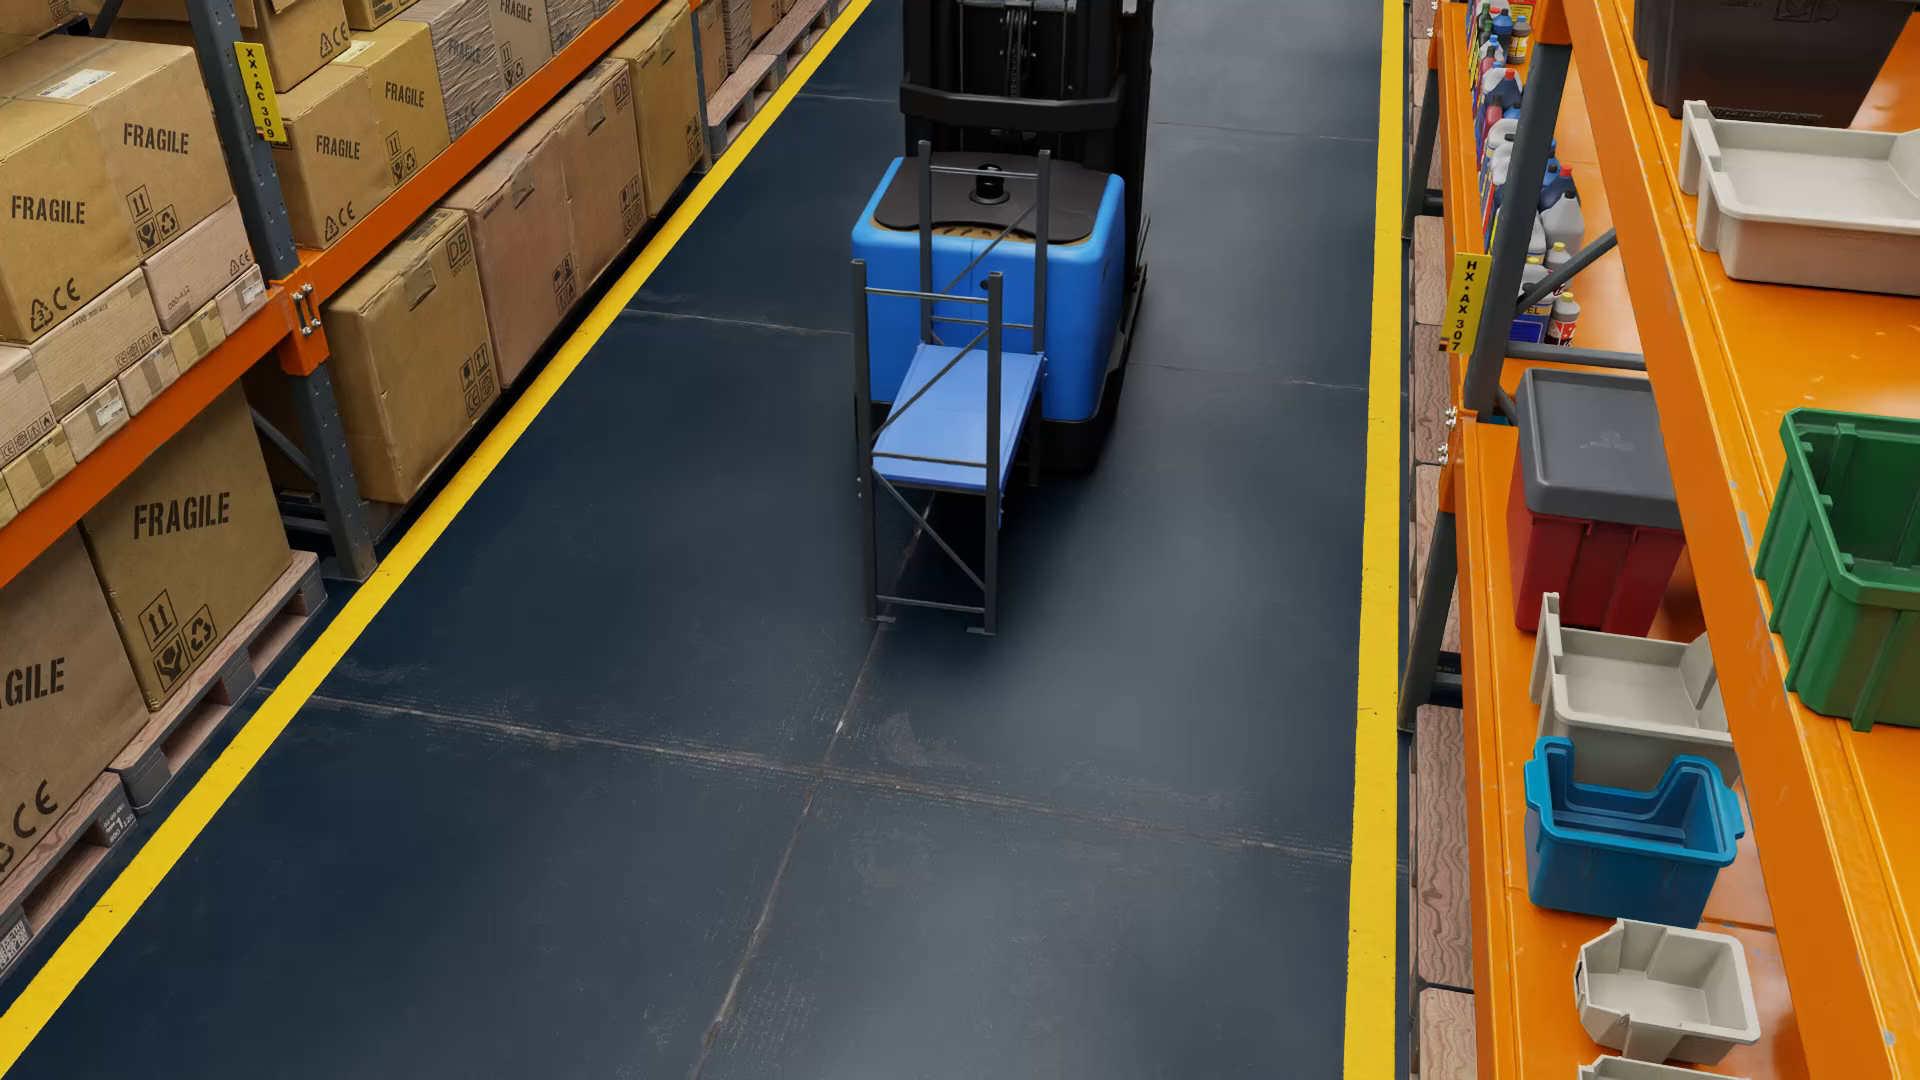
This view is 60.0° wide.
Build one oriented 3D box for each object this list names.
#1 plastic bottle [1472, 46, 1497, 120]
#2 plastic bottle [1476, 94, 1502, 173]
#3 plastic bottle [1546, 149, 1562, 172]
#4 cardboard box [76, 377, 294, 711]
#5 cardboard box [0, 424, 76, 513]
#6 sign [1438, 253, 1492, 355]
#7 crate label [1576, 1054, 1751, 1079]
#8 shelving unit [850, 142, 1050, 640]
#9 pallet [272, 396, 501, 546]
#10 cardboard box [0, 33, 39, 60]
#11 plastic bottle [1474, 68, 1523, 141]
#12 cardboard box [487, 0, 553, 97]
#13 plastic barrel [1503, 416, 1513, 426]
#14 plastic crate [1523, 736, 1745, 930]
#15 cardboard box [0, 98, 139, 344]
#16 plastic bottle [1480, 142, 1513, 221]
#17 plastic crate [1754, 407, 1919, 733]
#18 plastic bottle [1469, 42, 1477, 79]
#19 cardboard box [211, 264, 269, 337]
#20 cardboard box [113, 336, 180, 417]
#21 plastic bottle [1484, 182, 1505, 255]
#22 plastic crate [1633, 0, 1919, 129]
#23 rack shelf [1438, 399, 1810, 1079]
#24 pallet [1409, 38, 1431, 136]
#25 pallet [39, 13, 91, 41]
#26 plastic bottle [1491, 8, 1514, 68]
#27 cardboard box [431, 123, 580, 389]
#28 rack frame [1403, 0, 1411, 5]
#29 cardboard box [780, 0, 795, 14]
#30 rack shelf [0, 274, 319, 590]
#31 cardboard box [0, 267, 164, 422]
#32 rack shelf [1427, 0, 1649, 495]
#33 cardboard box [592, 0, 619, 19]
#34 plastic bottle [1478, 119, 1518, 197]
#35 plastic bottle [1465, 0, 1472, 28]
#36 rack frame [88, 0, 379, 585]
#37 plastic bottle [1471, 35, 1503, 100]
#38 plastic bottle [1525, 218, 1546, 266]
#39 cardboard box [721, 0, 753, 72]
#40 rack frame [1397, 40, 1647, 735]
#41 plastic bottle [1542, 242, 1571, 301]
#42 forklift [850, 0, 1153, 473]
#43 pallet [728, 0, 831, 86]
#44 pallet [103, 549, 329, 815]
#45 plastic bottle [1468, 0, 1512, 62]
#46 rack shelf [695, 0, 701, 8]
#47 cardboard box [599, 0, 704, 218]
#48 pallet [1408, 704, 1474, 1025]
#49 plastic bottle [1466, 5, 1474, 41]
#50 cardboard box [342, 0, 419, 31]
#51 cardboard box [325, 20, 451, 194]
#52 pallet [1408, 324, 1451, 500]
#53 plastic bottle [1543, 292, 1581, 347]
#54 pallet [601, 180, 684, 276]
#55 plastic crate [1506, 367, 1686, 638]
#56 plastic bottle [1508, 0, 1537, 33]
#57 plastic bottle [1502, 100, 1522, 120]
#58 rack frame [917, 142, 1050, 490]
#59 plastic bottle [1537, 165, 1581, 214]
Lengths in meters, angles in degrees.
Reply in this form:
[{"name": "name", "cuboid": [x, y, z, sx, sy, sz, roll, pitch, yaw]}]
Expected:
[{"name": "plastic bottle", "cuboid": [2.185, -1.896, 6.910, 0.061, 0.283, 0.133, 7, 37, 10]}, {"name": "plastic bottle", "cuboid": [2.067, -1.581, 6.474, 0.061, 0.283, 0.133, 7, 37, 10]}, {"name": "plastic bottle", "cuboid": [2.139, -1.300, 6.097, 0.097, 0.271, 0.097, 0, 36, 0]}, {"name": "cardboard box", "cuboid": [-3.028, -0.077, 5.752, 0.875, 0.875, 0.875, 7, 37, 10]}, {"name": "cardboard box", "cuboid": [-2.773, -0.228, 4.722, 0.380, 0.149, 0.250, 8, 37, 11]}, {"name": "sign", "cuboid": [1.493, -0.697, 4.919, 0.100, 0.325, 0.005, 7, 37, 10]}, {"name": "crate label", "cuboid": [1.285, 1.044, 2.927, 0.396, 0.136, 0.243, 7, 37, 10]}, {"name": "shelving unit", "cuboid": [-0.013, -0.563, 6.249, 0.538, 1.500, 1.048, 7, 36, 9]}, {"name": "pallet", "cuboid": [-2.717, -0.458, 7.202, 1.003, 0.211, 1.213, 7, 37, 10]}, {"name": "cardboard box", "cuboid": [-3.161, -1.256, 5.162, 0.500, 0.500, 0.500, 7, 37, 10]}, {"name": "plastic bottle", "cuboid": [2.180, -1.755, 6.721, 0.152, 0.276, 0.135, 7, 37, 10]}, {"name": "cardboard box", "cuboid": [-2.147, -2.280, 7.255, 0.500, 0.500, 0.500, 8, 37, 11]}, {"name": "plastic barrel", "cuboid": [2.163, -0.145, 5.824, 0.600, 0.901, 0.708, 7, 37, 10]}, {"name": "plastic crate", "cuboid": [1.364, 0.613, 3.440, 0.416, 0.233, 0.300, 7, 37, 10]}, {"name": "cardboard box", "cuboid": [-2.757, -0.915, 4.692, 0.500, 0.500, 0.500, 8, 37, 10]}, {"name": "plastic bottle", "cuboid": [2.013, -1.306, 6.102, 0.152, 0.276, 0.135, 7, 37, 10]}, {"name": "plastic crate", "cuboid": [1.107, 0.049, 1.751, 0.450, 0.188, 0.336, 7, 37, 10]}, {"name": "plastic bottle", "cuboid": [2.297, -2.115, 7.281, 0.097, 0.201, 0.097, 0, 36, 0]}, {"name": "cardboard box", "cuboid": [-2.554, -0.818, 5.536, 0.380, 0.149, 0.250, 8, 37, 10]}, {"name": "cardboard box", "cuboid": [-2.663, -0.523, 5.130, 0.380, 0.149, 0.250, 7, 36, 9]}, {"name": "plastic bottle", "cuboid": [1.946, -1.168, 5.848, 0.144, 0.351, 0.185, 7, 37, 10]}, {"name": "plastic crate", "cuboid": [1.497, -0.998, 3.127, 0.497, 0.269, 0.590, 7, 37, 10]}, {"name": "rack shelf", "cuboid": [1.603, 0.923, 3.533, 1.077, 0.370, 4.000, 7, 37, 10]}, {"name": "pallet", "cuboid": [3.351, -2.815, 10.454, 1.003, 0.211, 1.213, 7, 37, 10]}, {"name": "pallet", "cuboid": [-6.536, -3.422, 11.291, 1.003, 0.211, 1.213, 7, 37, 10]}, {"name": "plastic bottle", "cuboid": [2.385, -2.212, 7.356, 0.097, 0.271, 0.097, 0, 36, 0]}, {"name": "cardboard box", "cuboid": [-2.501, -1.327, 7.477, 1.225, 0.875, 0.875, 6, 36, 8]}, {"name": "rack frame", "cuboid": [3.739, -5.101, 11.232, 1.000, 3.000, 0.127, 7, 37, 10]}, {"name": "cardboard box", "cuboid": [-1.491, -3.947, 11.394, 0.700, 0.500, 0.500, 4, 36, 6]}, {"name": "rack shelf", "cuboid": [-3.236, 0.303, 4.390, 1.077, 0.370, 4.000, 7, 37, 10]}, {"name": "cardboard box", "cuboid": [-2.755, -0.612, 4.913, 0.500, 0.250, 0.500, 8, 37, 11]}, {"name": "rack shelf", "cuboid": [2.457, -1.370, 6.697, 1.077, 0.370, 4.000, 7, 37, 10]}, {"name": "cardboard box", "cuboid": [-1.930, -2.870, 8.069, 0.500, 0.500, 0.500, 7, 37, 10]}, {"name": "plastic bottle", "cuboid": [2.062, -1.439, 6.286, 0.152, 0.276, 0.135, 7, 37, 10]}, {"name": "plastic bottle", "cuboid": [2.476, -2.550, 7.818, 0.152, 0.276, 0.135, 7, 37, 10]}, {"name": "rack frame", "cuboid": [-2.809, -1.135, 5.760, 1.000, 3.000, 0.127, 7, 37, 10]}, {"name": "plastic bottle", "cuboid": [2.248, -2.011, 7.078, 0.097, 0.271, 0.097, 0, 36, 0]}, {"name": "plastic bottle", "cuboid": [1.876, -0.940, 5.597, 0.152, 0.276, 0.135, 7, 37, 10]}, {"name": "cardboard box", "cuboid": [-1.725, -3.301, 10.503, 0.700, 0.500, 0.500, 4, 36, 6]}, {"name": "rack frame", "cuboid": [2.030, -0.514, 4.904, 1.000, 3.000, 0.127, 7, 37, 10]}, {"name": "plastic bottle", "cuboid": [2.002, -0.905, 5.612, 0.097, 0.201, 0.097, 0, 36, 0]}, {"name": "forklift", "cuboid": [0.336, -2.331, 7.468, 1.130, 2.935, 3.031, 7, 36, 9]}, {"name": "pallet", "cuboid": [-1.523, -3.445, 11.323, 1.003, 0.211, 1.213, 7, 37, 10]}, {"name": "pallet", "cuboid": [-3.047, 0.420, 5.991, 1.003, 0.211, 1.213, 7, 37, 10]}, {"name": "plastic bottle", "cuboid": [2.377, -2.285, 7.452, 0.152, 0.276, 0.135, 7, 37, 10]}, {"name": "rack shelf", "cuboid": [-1.527, -4.284, 10.718, 1.077, 0.370, 4.000, 7, 37, 10]}, {"name": "cardboard box", "cuboid": [-2.122, -2.345, 8.882, 1.225, 0.875, 0.875, 6, 36, 8]}, {"name": "pallet", "cuboid": [1.911, 1.041, 5.134, 1.003, 0.211, 1.213, 7, 37, 10]}, {"name": "plastic bottle", "cuboid": [2.404, -2.401, 7.676, 0.097, 0.201, 0.097, 0, 36, 0]}, {"name": "cardboard box", "cuboid": [-2.522, -2.341, 6.484, 0.797, 0.503, 0.637, 8, 37, 10]}, {"name": "cardboard box", "cuboid": [-2.360, -1.697, 6.450, 0.500, 0.500, 0.500, 7, 37, 10]}, {"name": "pallet", "cuboid": [2.494, -0.524, 7.293, 1.003, 0.211, 1.213, 7, 37, 10]}, {"name": "plastic bottle", "cuboid": [1.924, -0.696, 5.323, 0.097, 0.201, 0.097, 0, 36, 0]}, {"name": "pallet", "cuboid": [-2.196, -1.857, 9.132, 1.003, 0.211, 1.213, 7, 37, 10]}, {"name": "plastic crate", "cuboid": [1.594, -0.084, 4.205, 0.402, 0.464, 0.583, 7, 37, 10]}, {"name": "plastic bottle", "cuboid": [2.625, -2.531, 7.792, 0.152, 0.276, 0.135, 7, 37, 10]}, {"name": "plastic bottle", "cuboid": [2.148, -1.576, 6.479, 0.097, 0.271, 0.097, 0, 36, 0]}, {"name": "rack frame", "cuboid": [0.087, -0.856, 6.653, 0.500, 1.500, 0.032, 7, 36, 9]}, {"name": "plastic bottle", "cuboid": [2.087, -1.150, 5.823, 0.144, 0.351, 0.185, 7, 37, 10]}]
